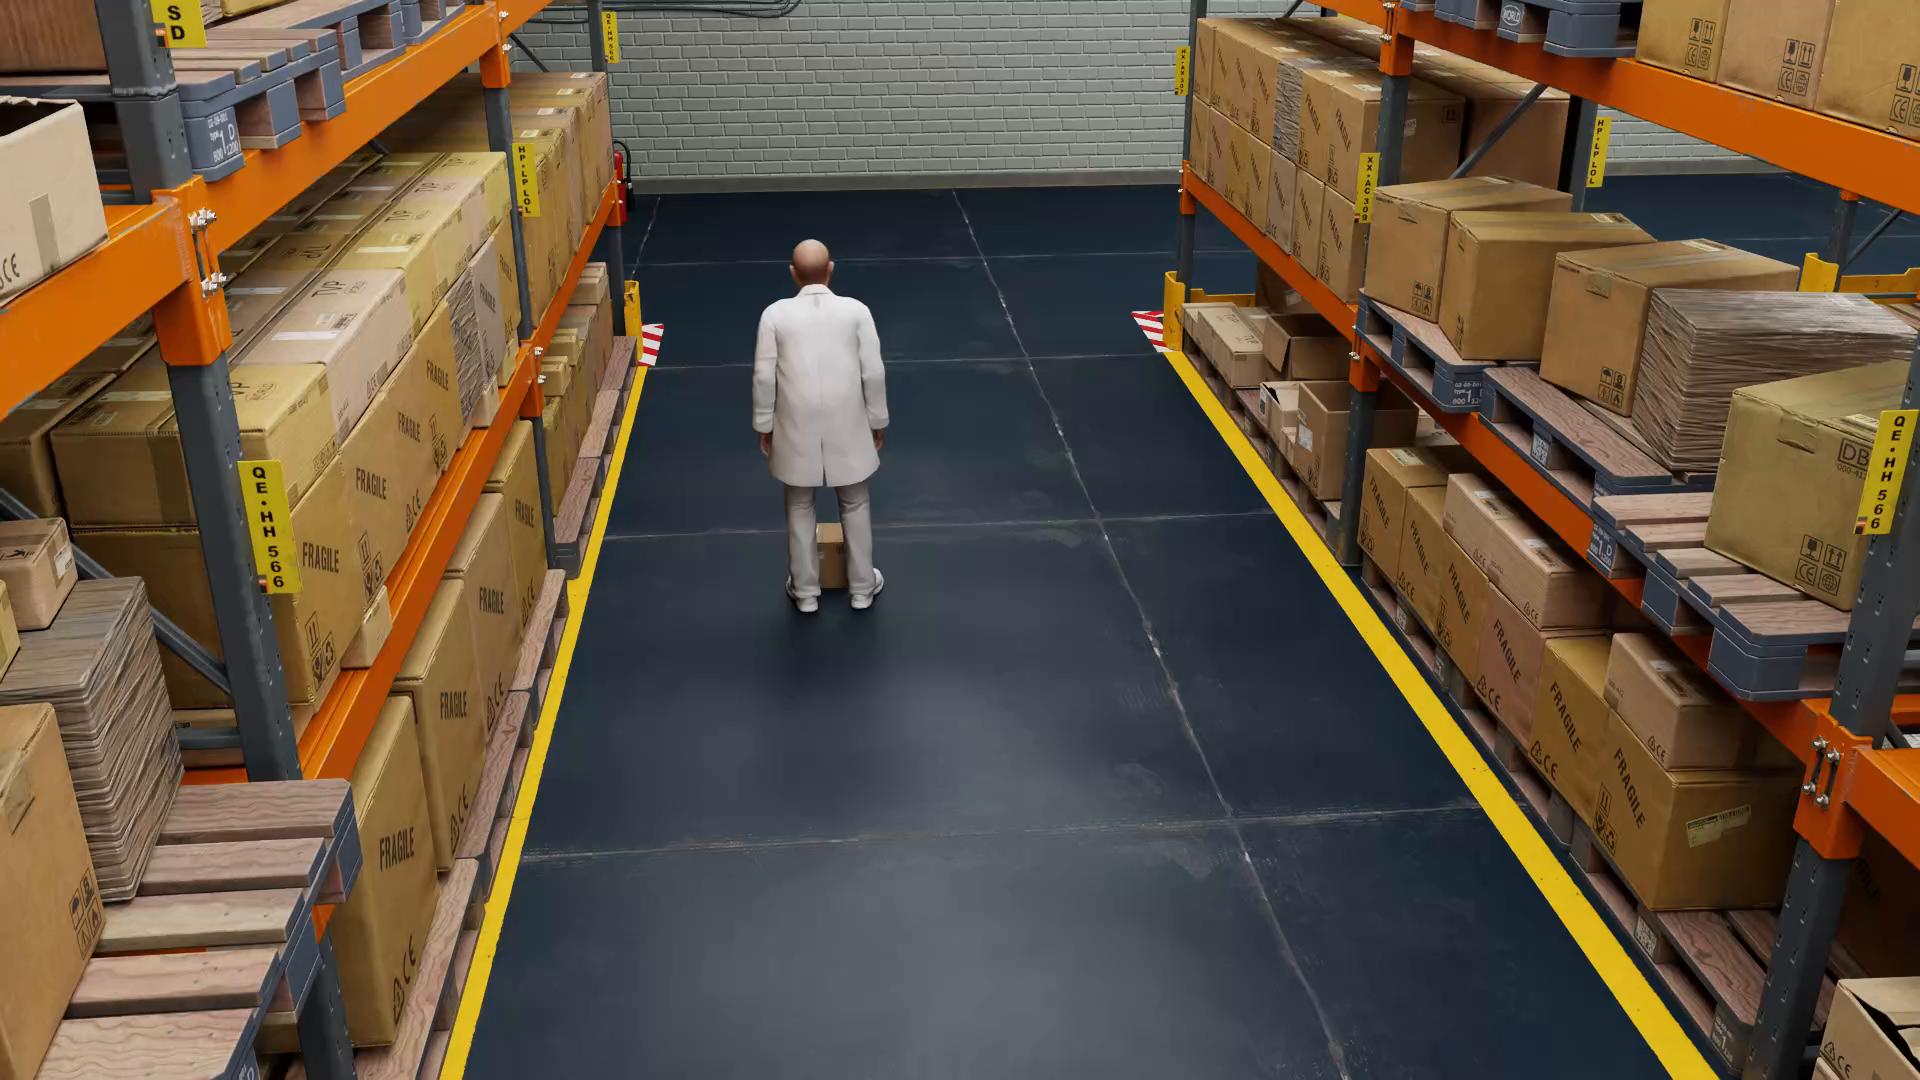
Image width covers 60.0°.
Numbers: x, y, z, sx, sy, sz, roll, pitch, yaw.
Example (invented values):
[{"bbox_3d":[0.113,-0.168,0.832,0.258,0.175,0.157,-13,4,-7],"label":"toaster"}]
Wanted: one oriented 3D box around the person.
[{"bbox_3d":[-0.652,-0.525,7.830,0.642,1.774,0.421,-2,23,-5],"label":"person"}]
